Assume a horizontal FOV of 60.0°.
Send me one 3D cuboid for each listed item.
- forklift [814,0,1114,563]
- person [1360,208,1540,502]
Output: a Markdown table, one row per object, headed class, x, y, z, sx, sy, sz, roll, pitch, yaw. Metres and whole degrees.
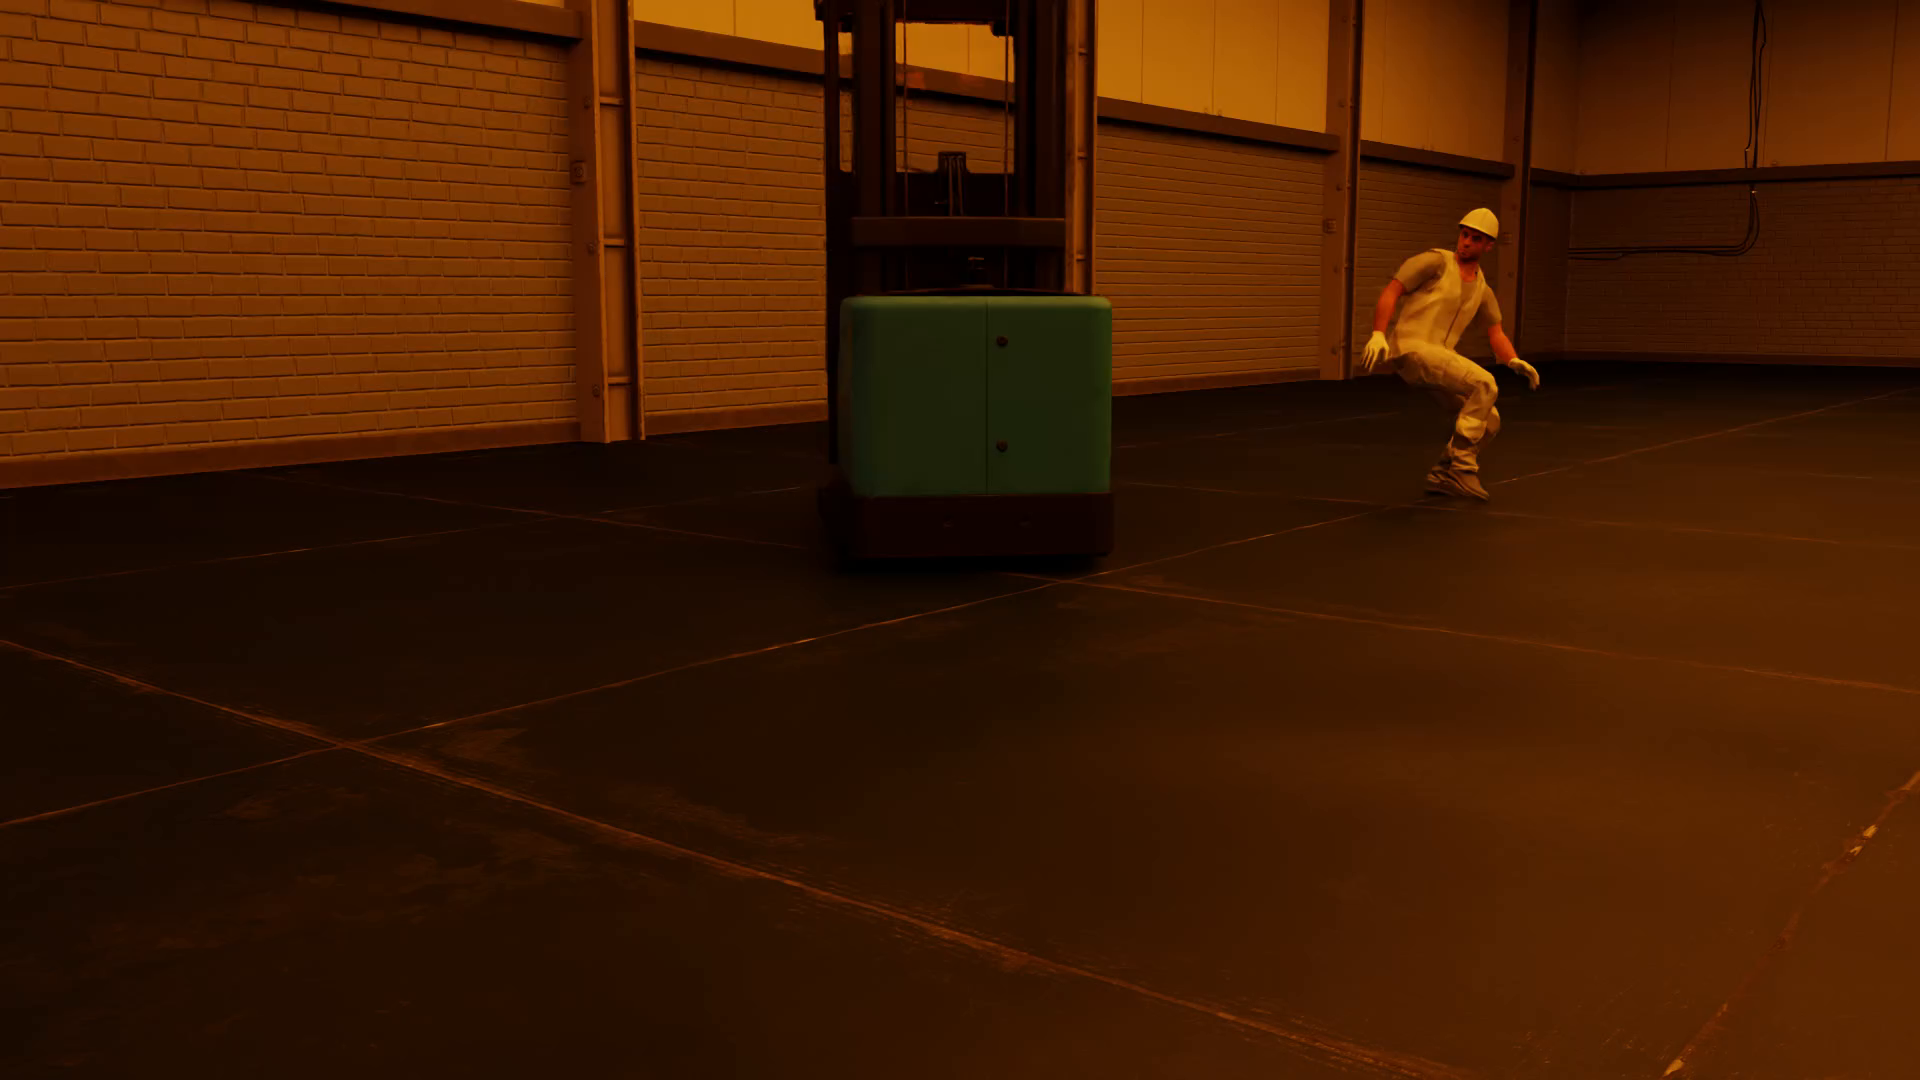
| class | x | y | z | sx | sy | sz | roll | pitch | yaw |
| --- | --- | --- | --- | --- | --- | --- | --- | --- | --- |
| forklift | -0.101 | -1.533 | 7.761 | 1.130 | 2.935 | 3.031 | -1 | 8 | -8 |
| person | 2.608 | -0.961 | 8.749 | 0.738 | 1.550 | 0.789 | 8 | 12 | 44 |
